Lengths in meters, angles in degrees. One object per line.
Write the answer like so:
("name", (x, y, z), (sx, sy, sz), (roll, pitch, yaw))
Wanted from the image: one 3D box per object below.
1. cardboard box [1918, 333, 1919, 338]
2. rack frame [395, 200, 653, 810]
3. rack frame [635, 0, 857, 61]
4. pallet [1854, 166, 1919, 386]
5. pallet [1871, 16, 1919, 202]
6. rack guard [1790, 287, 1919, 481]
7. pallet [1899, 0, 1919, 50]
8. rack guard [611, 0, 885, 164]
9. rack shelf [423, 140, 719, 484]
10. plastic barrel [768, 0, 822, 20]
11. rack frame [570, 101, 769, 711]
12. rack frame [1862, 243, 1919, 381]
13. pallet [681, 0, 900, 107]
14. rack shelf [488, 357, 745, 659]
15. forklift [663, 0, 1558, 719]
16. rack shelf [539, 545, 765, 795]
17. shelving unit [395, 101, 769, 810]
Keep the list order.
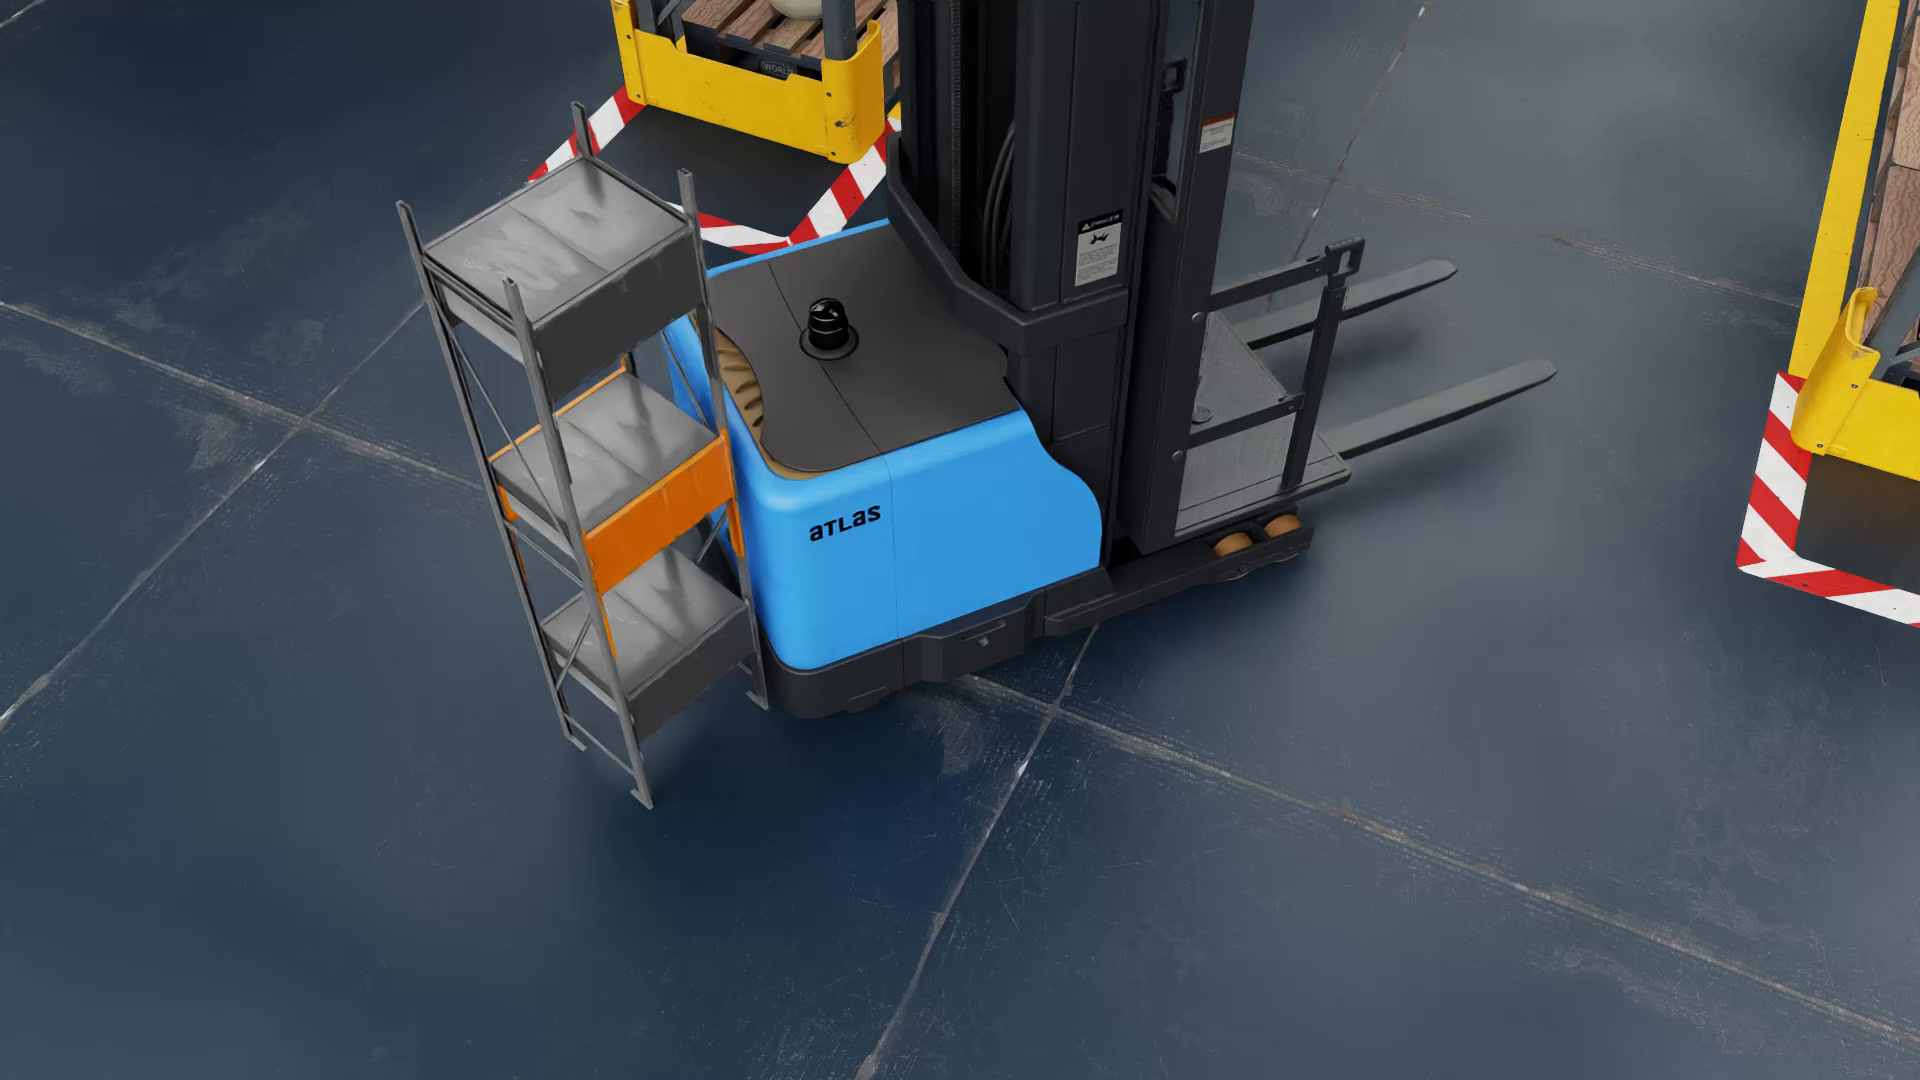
("cardboard box", (3.862, -0.945, 5.950), (0.500, 0.500, 0.500), (29, 55, 22))
("rack frame", (-1.079, 0.041, 4.333), (0.400, 2.100, 0.015), (35, 58, 25))
("rack frame", (-0.899, -2.806, 6.168), (1.000, 3.000, 0.127), (20, 52, 16))
("pallet", (3.991, -0.891, 6.370), (1.003, 0.211, 1.213), (20, 52, 16))
("pallet", (4.514, -1.728, 7.082), (1.003, 0.211, 1.213), (20, 52, 16))
("rack guard", (3.612, -0.437, 5.793), (1.175, 0.500, 0.348), (20, 52, 16))
("pallet", (5.034, -2.571, 7.799), (1.003, 0.211, 1.213), (20, 52, 16))
("rack guard", (-0.909, -2.064, 7.178), (1.175, 0.500, 0.348), (20, 52, 16))
("rack shelf", (-0.912, -0.538, 3.924), (0.431, 0.518, 0.480), (35, 58, 25))
("plastic barrel", (-0.686, -2.614, 7.363), (0.421, 0.512, 0.421), (0, 50, 0))
("rack frame", (-0.754, -0.237, 4.568), (0.400, 2.100, 0.015), (35, 58, 25))
("rack frame", (3.580, -1.195, 4.797), (1.000, 3.000, 0.127), (20, 52, 16))
("pallet", (-0.557, -2.528, 7.762), (1.003, 0.211, 1.213), (20, 52, 16))
("rack shelf", (-0.917, -0.089, 4.461), (0.431, 0.518, 0.480), (35, 58, 25))
("forklift", (0.638, -1.163, 4.815), (3.031, 2.935, 1.130), (-19, 52, -16))
("rack shelf", (-0.922, 0.359, 4.998), (0.431, 0.518, 0.480), (35, 58, 25))
("shelving unit", (-0.917, -0.098, 4.451), (0.431, 2.100, 0.503), (35, 58, 25))
